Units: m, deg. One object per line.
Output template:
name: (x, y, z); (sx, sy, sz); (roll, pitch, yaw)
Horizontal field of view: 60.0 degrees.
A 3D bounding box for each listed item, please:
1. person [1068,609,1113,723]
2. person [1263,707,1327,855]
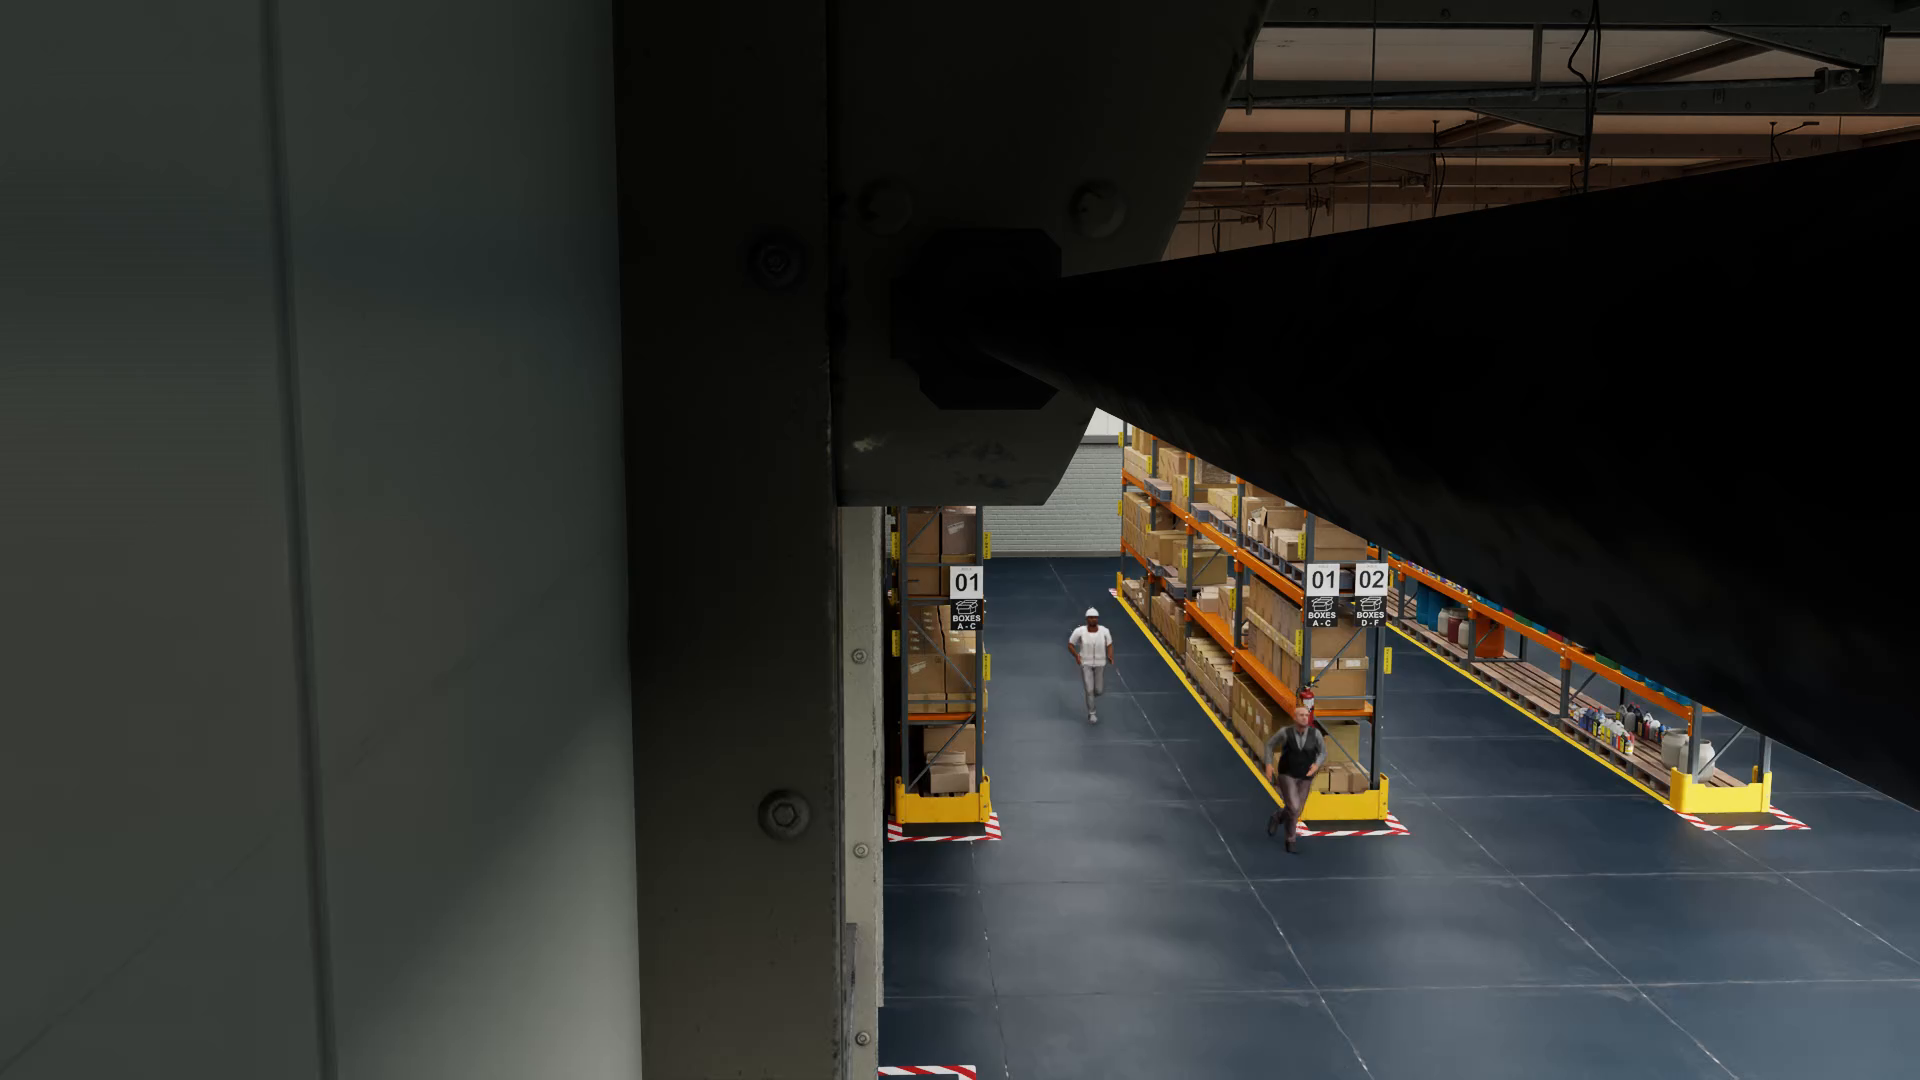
person: (2.013, 1.904, 25.572); (0.701, 1.729, 0.680); (-1, 8, -6)
person: (3.936, 2.790, 19.559); (0.728, 1.700, 0.701); (-1, 8, -9)
